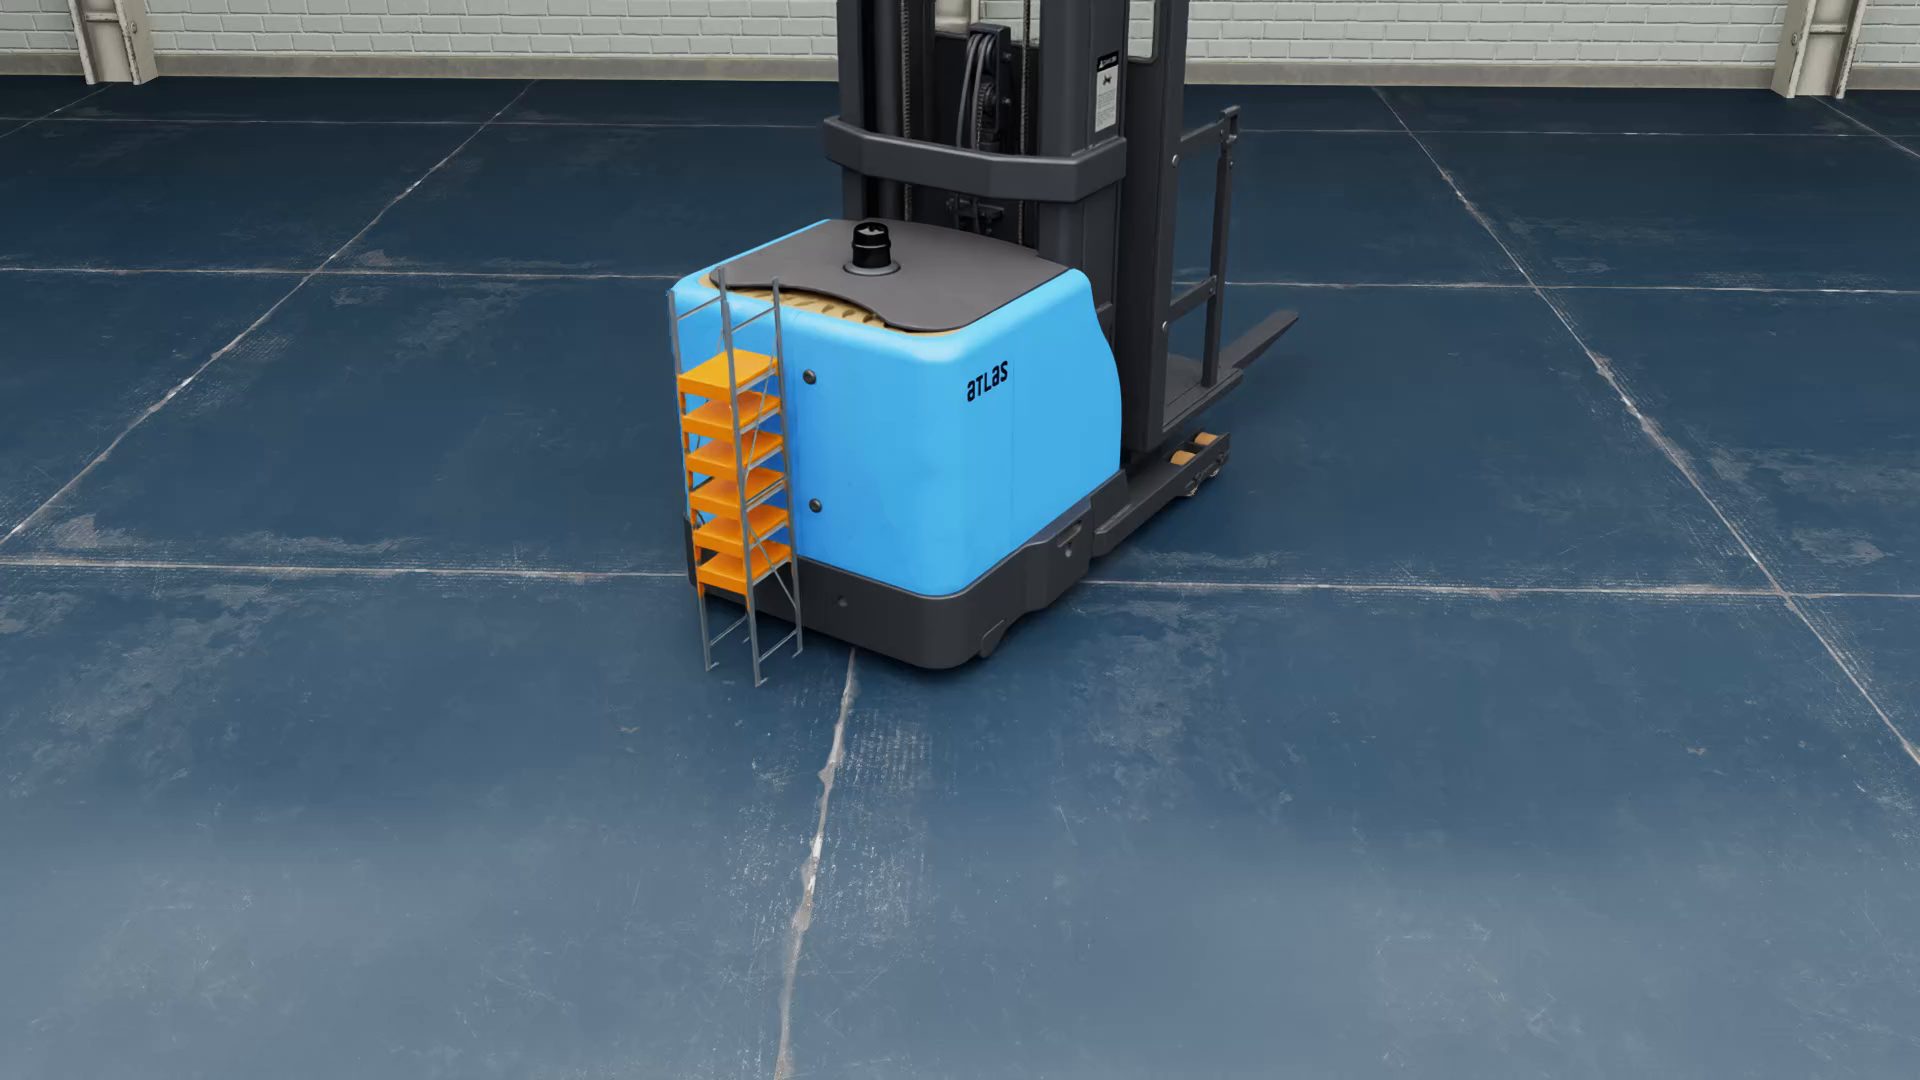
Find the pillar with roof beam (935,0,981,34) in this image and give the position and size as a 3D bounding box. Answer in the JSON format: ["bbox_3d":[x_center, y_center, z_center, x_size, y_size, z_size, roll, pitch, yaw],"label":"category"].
[{"bbox_3d":[-0.212,-5.197,5.946,0.400,9.000,9.100,1,28,2],"label":"pillar with roof beam"}]

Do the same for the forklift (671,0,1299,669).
[{"bbox_3d":[0.347,-1.561,5.565,1.130,2.935,3.031,17,32,29],"label":"forklift"}]

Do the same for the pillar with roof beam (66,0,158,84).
[{"bbox_3d":[-6.209,-5.296,6.133,0.400,9.000,9.100,1,28,2],"label":"pillar with roof beam"}]

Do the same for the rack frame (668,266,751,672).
[{"bbox_3d":[-0.709,-0.181,4.807,0.006,1.200,0.240,15,32,26],"label":"rack frame"}]

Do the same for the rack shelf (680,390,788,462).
[{"bbox_3d":[-0.632,-0.332,4.673,0.180,0.103,0.258,15,32,26],"label":"rack shelf"}]

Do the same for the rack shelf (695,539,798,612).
[{"bbox_3d":[-0.626,0.090,4.901,0.180,0.103,0.258,15,32,26],"label":"rack shelf"}]

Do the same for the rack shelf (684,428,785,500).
[{"bbox_3d":[-0.631,-0.227,4.730,0.180,0.103,0.258,15,32,26],"label":"rack shelf"}]

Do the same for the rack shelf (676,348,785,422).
[{"bbox_3d":[-0.634,-0.438,4.616,0.180,0.103,0.258,15,32,26],"label":"rack shelf"}]

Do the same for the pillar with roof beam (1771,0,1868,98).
[{"bbox_3d":[5.784,-5.098,5.759,0.400,9.000,9.100,1,28,2],"label":"pillar with roof beam"}]

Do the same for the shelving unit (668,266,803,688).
[{"bbox_3d":[-0.630,-0.160,4.766,0.189,1.200,0.258,15,32,26],"label":"shelving unit"}]

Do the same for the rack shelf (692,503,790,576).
[{"bbox_3d":[-0.628,-0.016,4.844,0.180,0.103,0.258,15,32,26],"label":"rack shelf"}]

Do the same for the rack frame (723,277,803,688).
[{"bbox_3d":[-0.551,-0.140,4.725,0.006,1.200,0.240,15,32,26],"label":"rack frame"}]

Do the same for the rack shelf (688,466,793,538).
[{"bbox_3d":[-0.629,-0.121,4.787,0.180,0.103,0.258,15,32,26],"label":"rack shelf"}]
